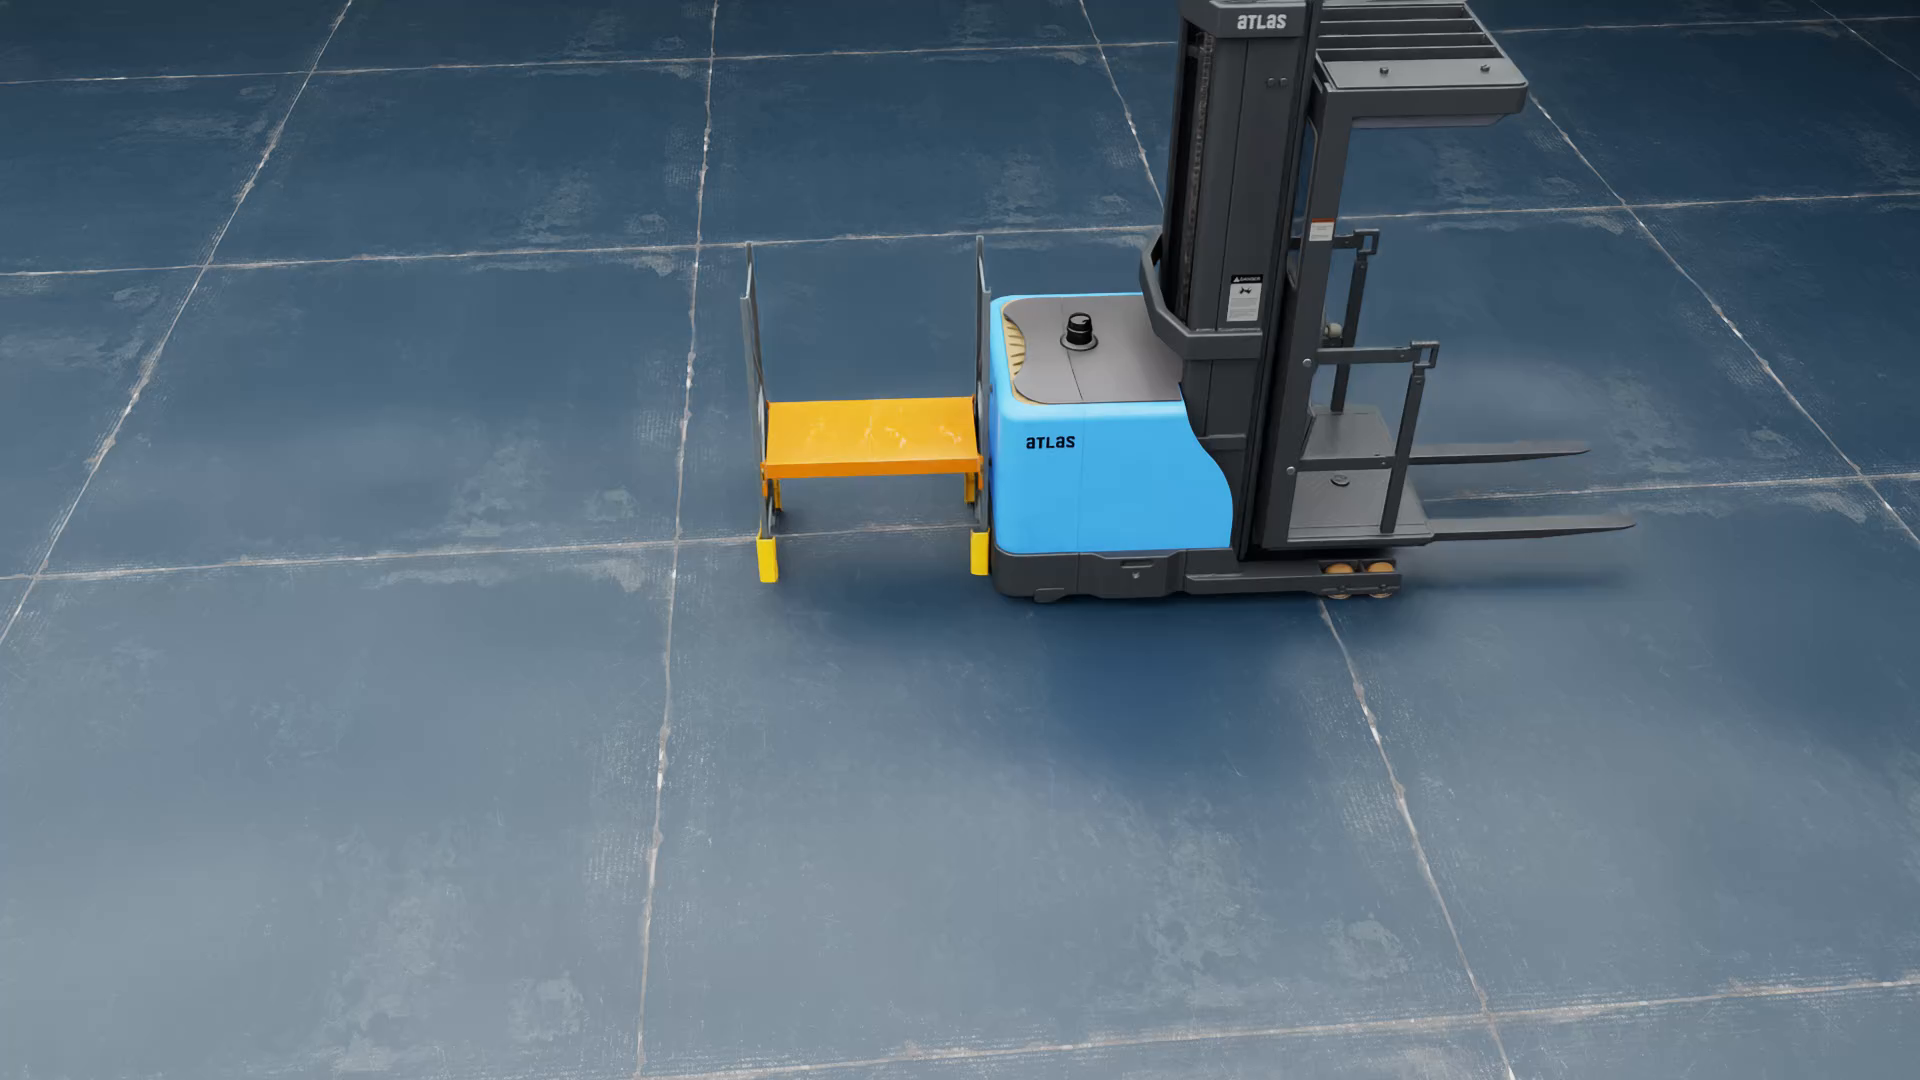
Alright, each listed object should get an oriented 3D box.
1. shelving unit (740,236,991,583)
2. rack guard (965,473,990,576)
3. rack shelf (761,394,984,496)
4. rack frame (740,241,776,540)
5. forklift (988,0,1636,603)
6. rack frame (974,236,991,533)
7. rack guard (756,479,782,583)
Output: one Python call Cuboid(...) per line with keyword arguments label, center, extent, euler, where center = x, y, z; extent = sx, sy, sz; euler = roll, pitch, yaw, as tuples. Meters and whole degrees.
Cuboid(label="shelving unit", center=(-0.416, -0.587, 7.605), extent=(1.083, 1.500, 0.587), euler=(-2, 38, -2))
Cuboid(label="rack guard", center=(0.081, -0.112, 8.012), extent=(0.087, 0.250, 0.587), euler=(-2, 38, -2))
Cuboid(label="rack shelf", center=(-0.407, -0.446, 7.716), extent=(1.000, 0.185, 0.538), euler=(-2, 38, -2))
Cuboid(label="rack frame", center=(-0.914, -0.570, 7.584), extent=(0.032, 1.500, 0.500), euler=(-2, 38, -2))
Cuboid(label="forklift", center=(1.645, -1.204, 7.232), extent=(3.031, 2.935, 1.130), euler=(-2, 38, -2))
Cuboid(label="rack frame", center=(0.101, -0.603, 7.626), extent=(0.032, 1.500, 0.500), euler=(-2, 38, -2))
Cuboid(label="rack guard", center=(-0.913, -0.080, 7.971), extent=(0.087, 0.250, 0.587), euler=(-2, 38, -2))
